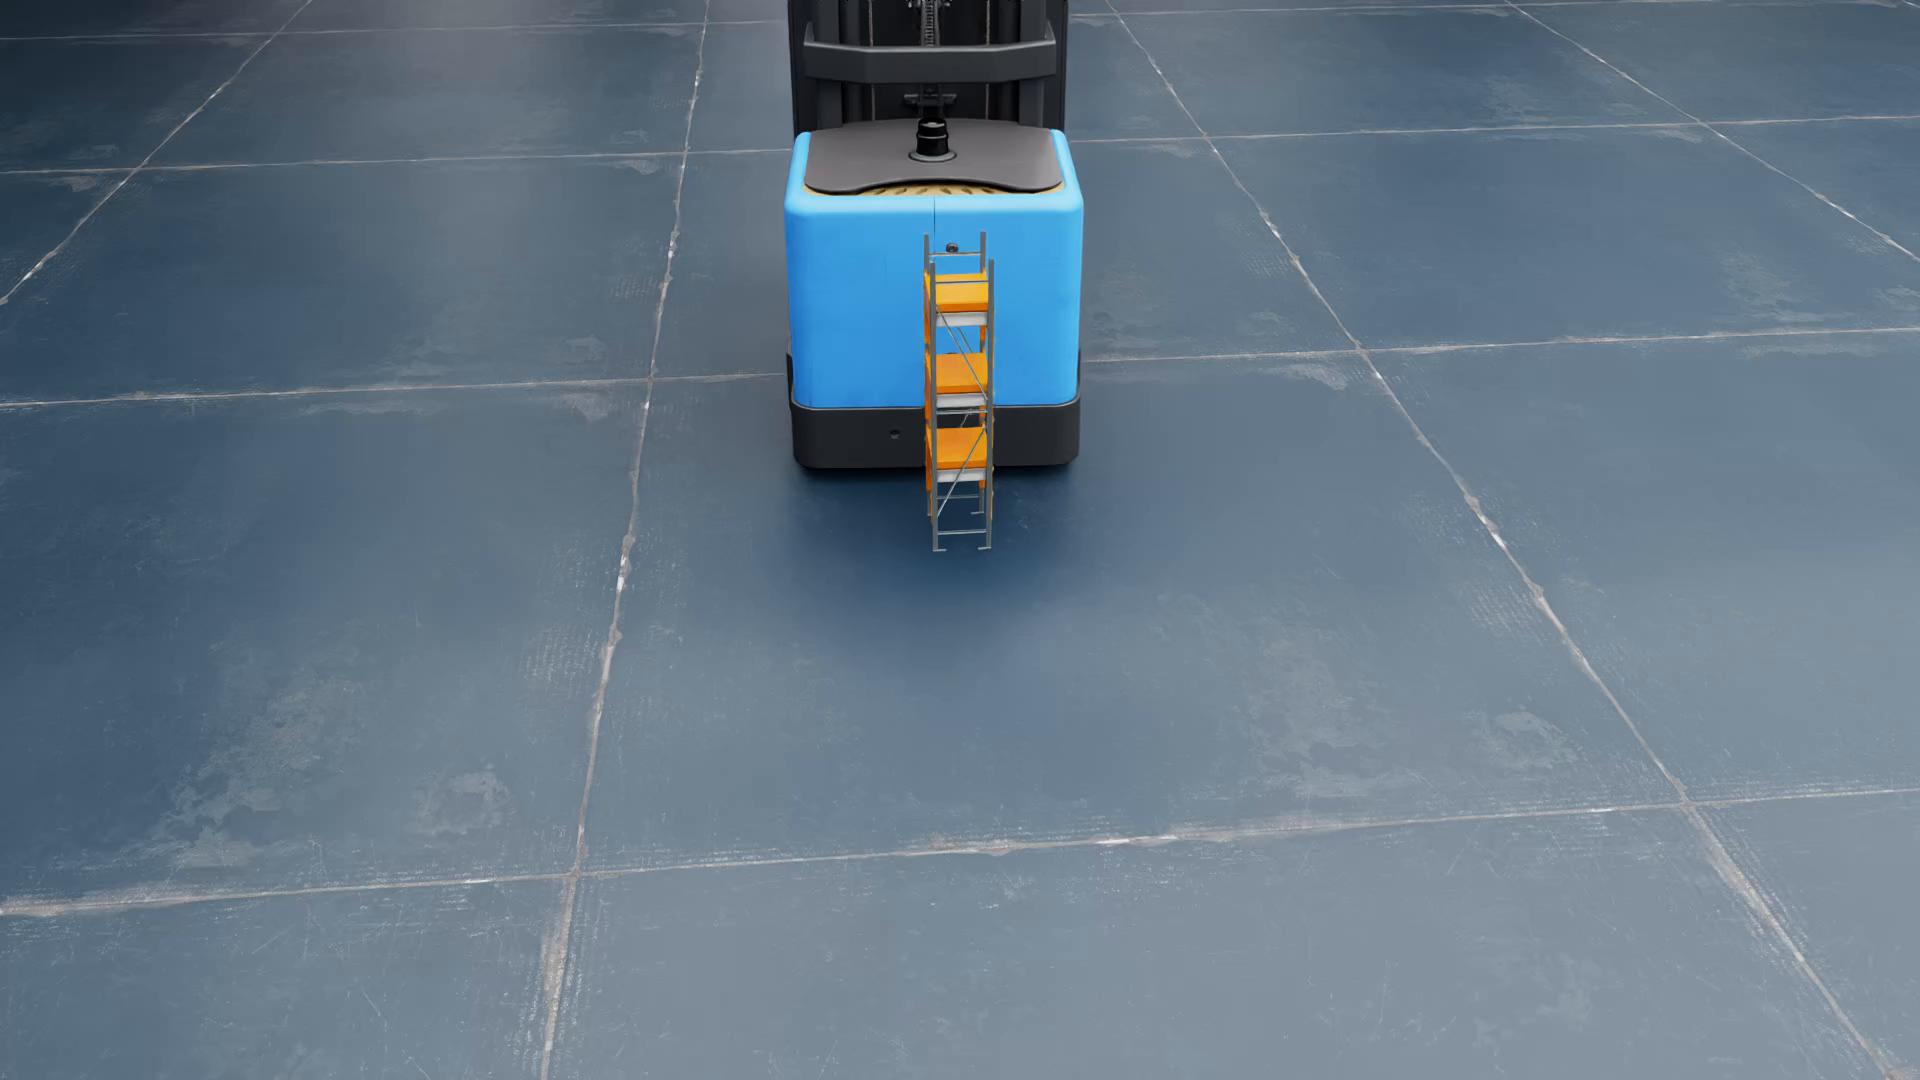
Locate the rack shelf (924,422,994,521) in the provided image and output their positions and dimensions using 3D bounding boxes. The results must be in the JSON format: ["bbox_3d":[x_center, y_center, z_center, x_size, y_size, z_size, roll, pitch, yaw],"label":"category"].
[{"bbox_3d":[-0.005,-0.230,5.674,0.215,0.259,0.240,-3,31,-5],"label":"rack shelf"}]

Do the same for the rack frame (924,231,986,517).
[{"bbox_3d":[-0.016,-0.540,5.631,0.200,1.050,0.008,-3,31,-5],"label":"rack frame"}]

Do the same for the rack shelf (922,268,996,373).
[{"bbox_3d":[-0.005,-0.713,5.386,0.215,0.259,0.240,-3,31,-5],"label":"rack shelf"}]

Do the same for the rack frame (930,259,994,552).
[{"bbox_3d":[0.006,-0.416,5.422,0.200,1.050,0.008,-3,31,-5],"label":"rack frame"}]

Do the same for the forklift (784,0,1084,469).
[{"bbox_3d":[-0.132,-2.238,6.638,1.130,2.935,3.031,-1,31,-2],"label":"forklift"}]

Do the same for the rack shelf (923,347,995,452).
[{"bbox_3d":[-0.005,-0.469,5.532,0.215,0.259,0.240,-3,31,-5],"label":"rack shelf"}]

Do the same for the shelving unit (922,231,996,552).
[{"bbox_3d":[-0.005,-0.478,5.527,0.215,1.050,0.252,-3,31,-5],"label":"shelving unit"}]
